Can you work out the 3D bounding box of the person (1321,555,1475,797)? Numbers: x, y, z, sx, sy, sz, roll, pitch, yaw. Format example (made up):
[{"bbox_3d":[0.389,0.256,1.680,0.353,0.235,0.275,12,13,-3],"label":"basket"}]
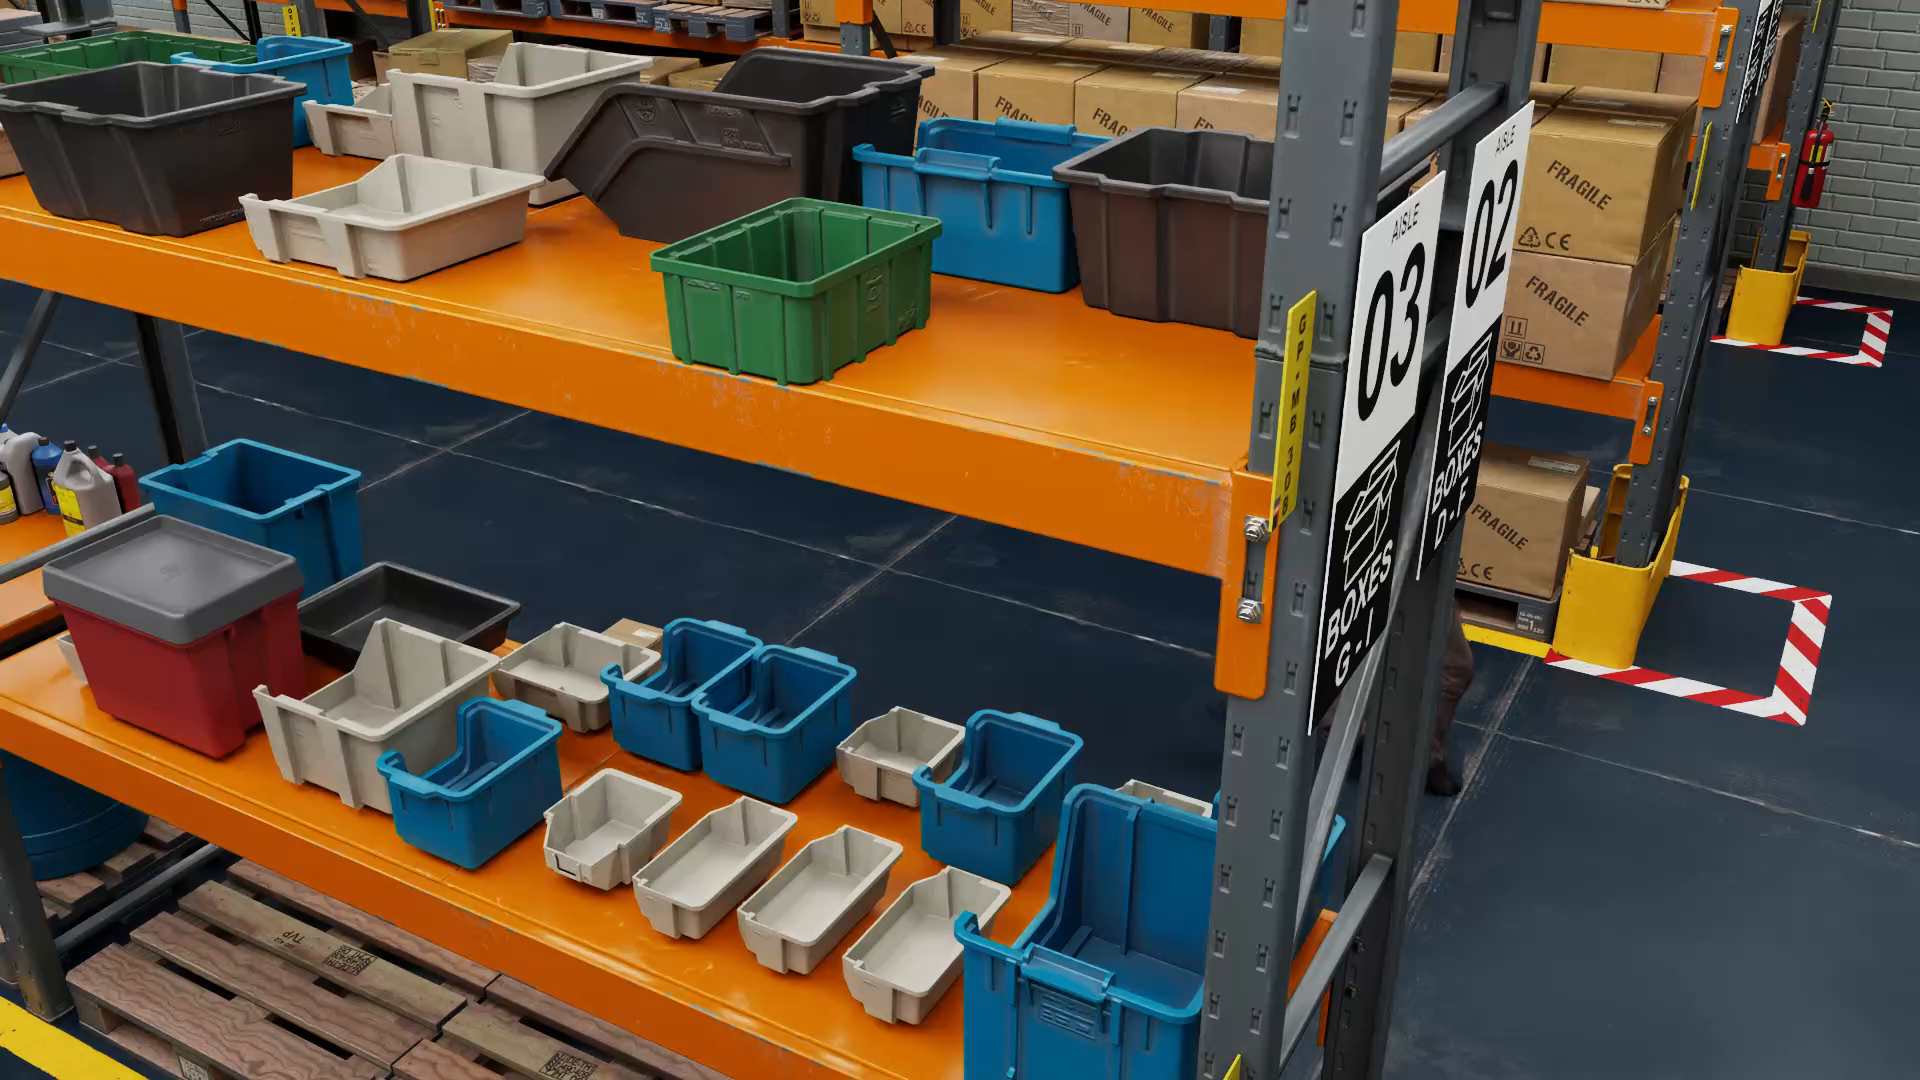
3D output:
[{"bbox_3d":[1.738,0.150,6.374,0.554,1.786,0.542,3,27,6],"label":"person"}]
